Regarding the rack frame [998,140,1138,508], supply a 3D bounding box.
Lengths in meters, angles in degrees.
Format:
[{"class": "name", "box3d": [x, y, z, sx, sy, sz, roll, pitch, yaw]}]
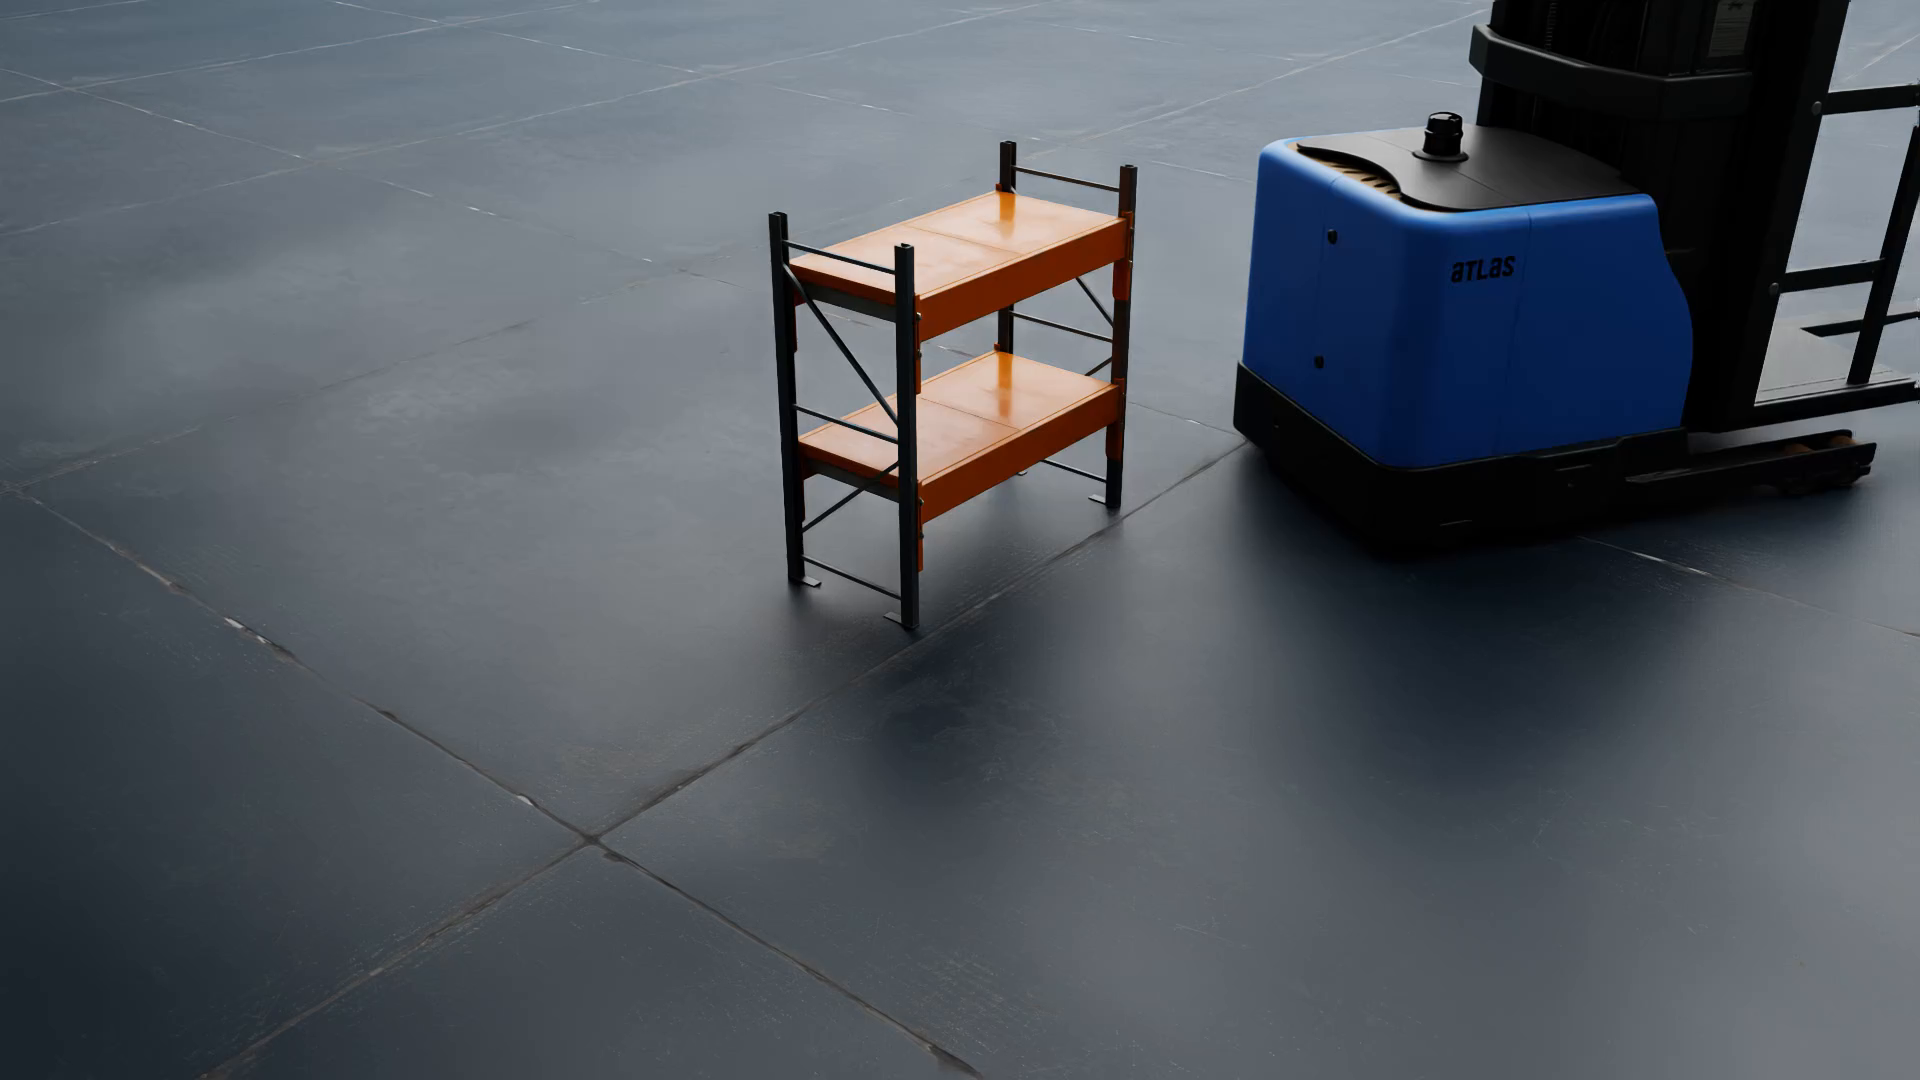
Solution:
[{"class": "rack frame", "box3d": [0.328, -0.682, 5.345, 0.500, 1.125, 0.032, 21, 34, 34]}]

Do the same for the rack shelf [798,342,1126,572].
[{"class": "rack shelf", "box3d": [0.004, -0.285, 5.109, 0.538, 0.278, 1.000, 21, 34, 34]}]

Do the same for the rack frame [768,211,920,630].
[{"class": "rack frame", "box3d": [-0.319, -0.322, 4.648, 0.500, 1.125, 0.032, 21, 34, 34]}]

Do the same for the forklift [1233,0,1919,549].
[{"class": "forklift", "box3d": [2.538, -1.673, 5.295, 3.031, 2.935, 1.130, -9, 29, -17]}]

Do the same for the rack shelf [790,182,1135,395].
[{"class": "rack shelf", "box3d": [0.004, -0.762, 4.862, 0.538, 0.278, 1.000, 21, 34, 34]}]

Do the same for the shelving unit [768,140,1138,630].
[{"class": "shelving unit", "box3d": [0.004, -0.502, 4.996, 0.538, 1.125, 1.048, 21, 34, 34]}]
